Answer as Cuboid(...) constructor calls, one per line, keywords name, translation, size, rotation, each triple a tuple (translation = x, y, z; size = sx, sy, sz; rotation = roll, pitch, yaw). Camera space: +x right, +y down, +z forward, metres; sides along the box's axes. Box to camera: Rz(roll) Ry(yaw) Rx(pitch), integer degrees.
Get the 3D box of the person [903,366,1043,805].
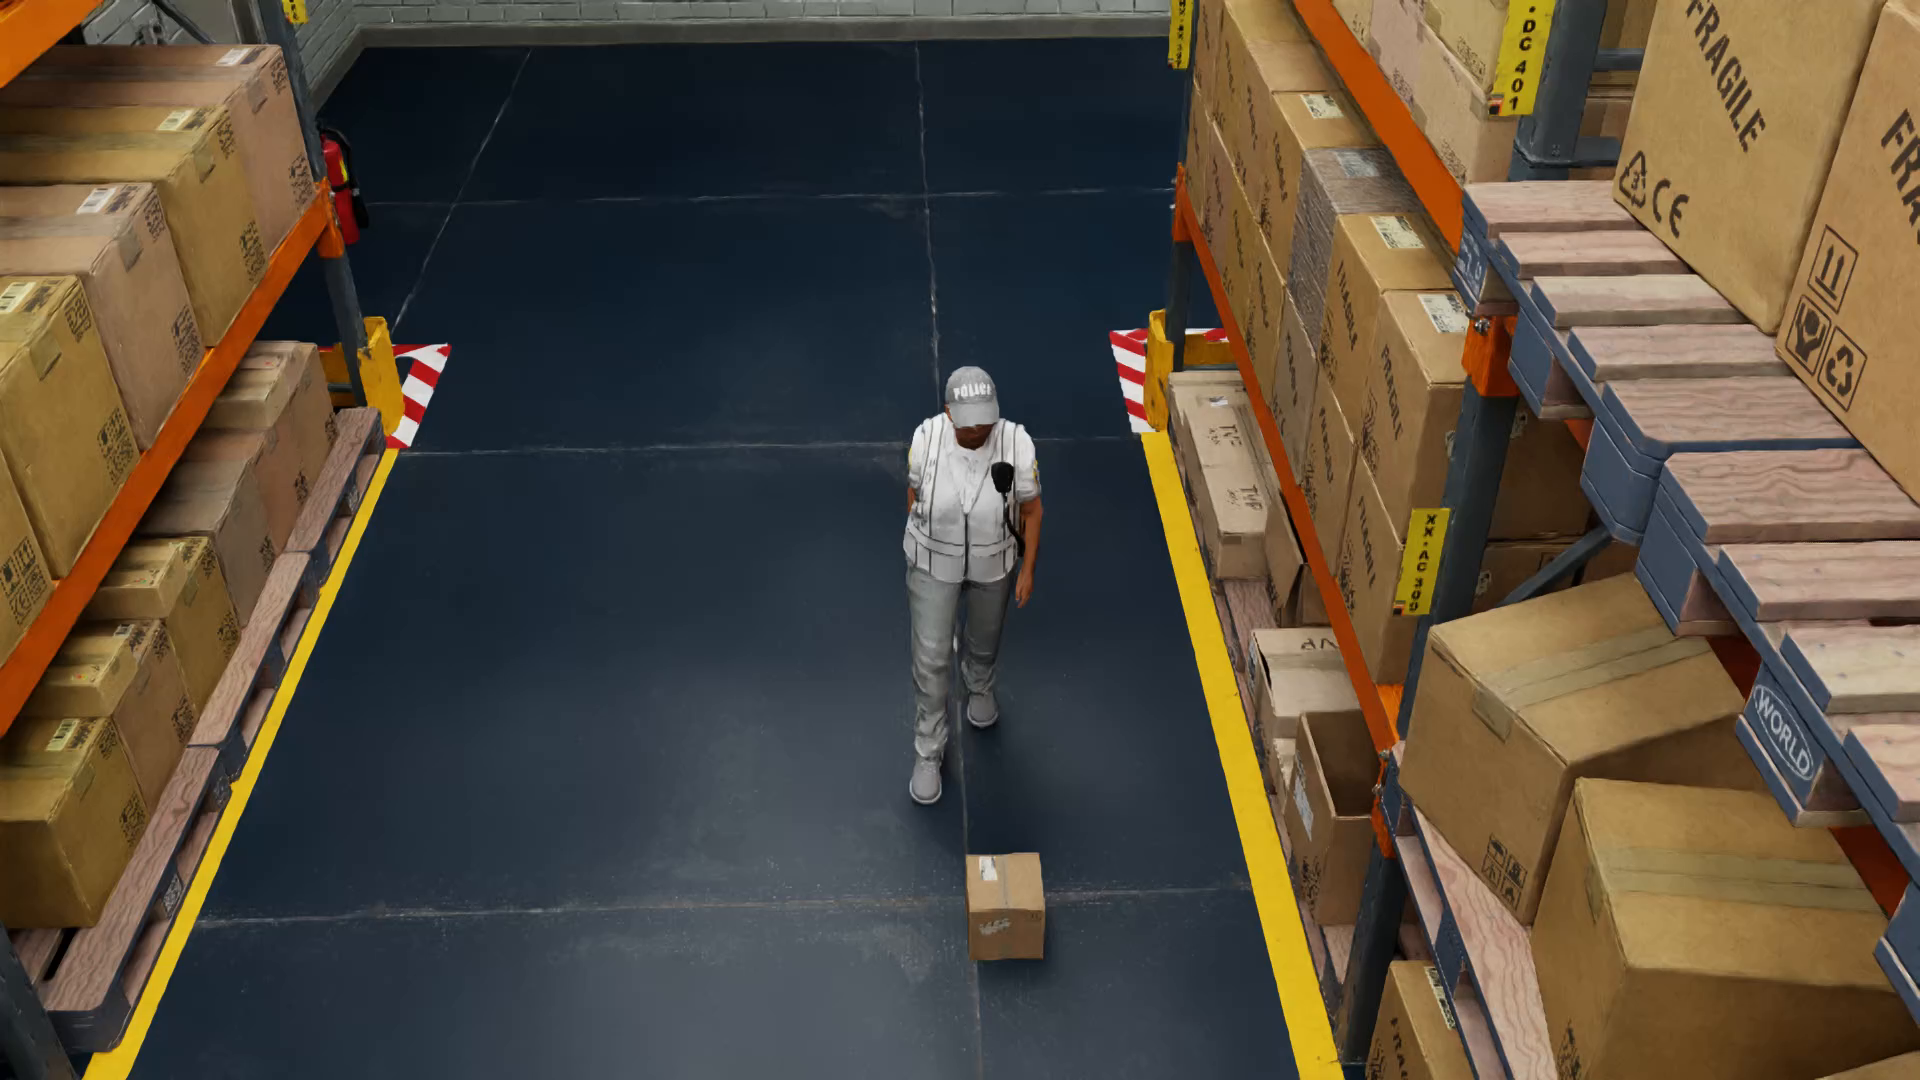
Cuboid(name="person", translation=(0.042, 0.104, 5.984), size=(0.506, 1.646, 0.704), rotation=(-3, 36, -4))
